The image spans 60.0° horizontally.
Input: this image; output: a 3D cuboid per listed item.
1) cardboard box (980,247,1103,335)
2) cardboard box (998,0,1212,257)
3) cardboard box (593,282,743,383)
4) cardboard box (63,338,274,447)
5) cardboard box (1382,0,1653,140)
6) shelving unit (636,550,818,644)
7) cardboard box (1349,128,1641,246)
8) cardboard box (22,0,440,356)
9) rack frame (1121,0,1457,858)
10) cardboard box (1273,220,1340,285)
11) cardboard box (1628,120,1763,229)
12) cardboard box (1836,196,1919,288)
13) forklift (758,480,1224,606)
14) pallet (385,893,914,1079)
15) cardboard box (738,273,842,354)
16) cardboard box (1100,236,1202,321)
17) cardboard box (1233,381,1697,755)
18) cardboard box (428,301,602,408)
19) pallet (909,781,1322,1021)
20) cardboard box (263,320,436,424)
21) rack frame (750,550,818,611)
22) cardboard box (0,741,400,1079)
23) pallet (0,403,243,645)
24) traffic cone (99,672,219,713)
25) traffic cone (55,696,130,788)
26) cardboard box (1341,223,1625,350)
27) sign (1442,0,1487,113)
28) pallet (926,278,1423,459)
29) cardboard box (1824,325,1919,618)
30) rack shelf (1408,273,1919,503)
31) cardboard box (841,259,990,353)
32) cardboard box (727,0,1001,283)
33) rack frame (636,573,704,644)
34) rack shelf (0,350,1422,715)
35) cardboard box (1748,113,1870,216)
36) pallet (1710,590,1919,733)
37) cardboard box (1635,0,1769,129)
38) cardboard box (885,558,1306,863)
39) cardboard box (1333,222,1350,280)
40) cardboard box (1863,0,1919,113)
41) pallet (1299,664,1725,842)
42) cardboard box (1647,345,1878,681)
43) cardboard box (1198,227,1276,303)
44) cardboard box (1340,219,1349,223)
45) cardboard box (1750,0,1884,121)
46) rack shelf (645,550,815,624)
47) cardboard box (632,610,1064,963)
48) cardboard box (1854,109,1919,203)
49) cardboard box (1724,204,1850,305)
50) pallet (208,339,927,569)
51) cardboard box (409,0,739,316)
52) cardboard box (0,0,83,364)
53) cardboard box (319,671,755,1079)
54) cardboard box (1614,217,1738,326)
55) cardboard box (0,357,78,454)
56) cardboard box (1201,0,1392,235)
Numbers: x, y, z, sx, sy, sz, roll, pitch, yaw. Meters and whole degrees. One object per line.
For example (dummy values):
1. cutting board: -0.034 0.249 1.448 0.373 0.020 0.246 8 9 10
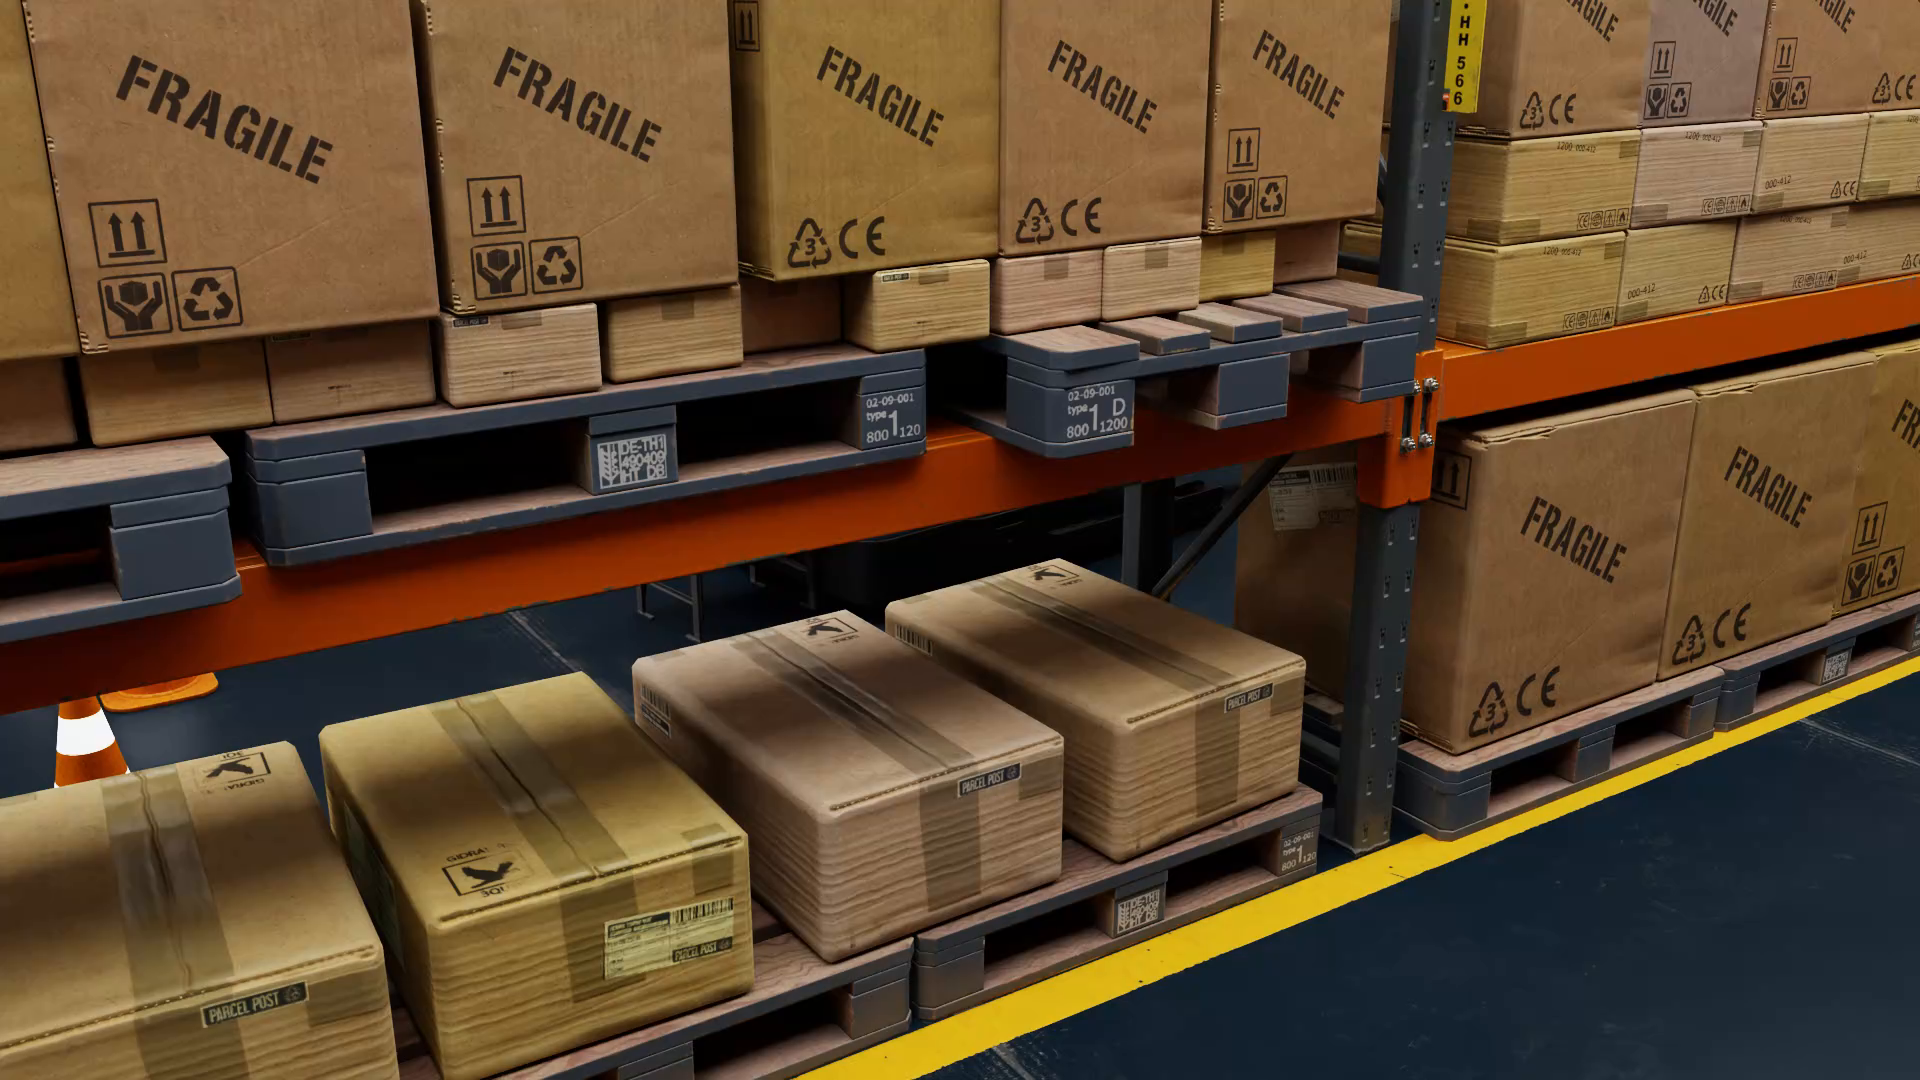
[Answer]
1. cardboard box: 0.075 -0.535 3.381 0.250 0.149 0.380 -13 23 -34
2. cardboard box: 0.151 -0.880 3.387 0.500 0.500 0.500 -12 22 -32
3. cardboard box: -0.591 -0.406 2.999 0.250 0.149 0.380 -13 22 -33
4. cardboard box: -1.256 -0.275 2.612 0.250 0.149 0.380 -12 22 -31
5. cardboard box: 1.350 -1.284 4.140 0.500 0.500 0.500 -13 22 -33
6. shelving unit: -0.834 -0.736 5.642 0.503 2.100 0.431 -16 24 -39
7. cardboard box: 1.362 -0.930 4.266 0.500 0.250 0.500 -12 22 -32
8. cardboard box: -1.150 -0.601 2.564 0.500 0.500 0.500 -12 22 -32
9. rack frame: 0.803 -0.741 4.253 0.127 3.000 1.000 -12 22 -31
10. cardboard box: 0.659 -0.700 3.869 0.250 0.149 0.380 -11 22 -29
11. cardboard box: 1.795 -1.021 4.534 0.500 0.250 0.500 -11 22 -30
12. cardboard box: 2.621 -0.963 5.143 0.500 0.250 0.500 -12 22 -31
13. forklift: 0.464 -1.521 6.668 3.031 2.935 1.130 -16 24 -39
14. pallet: -0.868 0.931 3.662 1.213 0.211 1.003 -12 22 -31
15. cardboard box: -0.427 -0.472 3.195 0.250 0.149 0.380 -12 22 -31
16. cardboard box: 0.289 -0.577 3.506 0.250 0.149 0.380 -12 22 -32
17. cardboard box: 1.426 -0.033 4.820 0.875 0.875 0.875 -12 22 -32
18. cardboard box: -0.798 -0.351 2.837 0.250 0.149 0.380 -11 22 -29
19. pallet: 0.150 0.717 4.294 1.213 0.211 1.003 -12 22 -31
20. cardboard box: -1.049 -0.318 2.740 0.250 0.149 0.380 -12 22 -31
21. rack frame: -0.652 -0.788 5.796 0.015 2.100 0.400 -16 24 -39
22. cardboard box: -1.502 0.789 3.175 0.625 0.372 0.950 -10 21 -28
23. pallet: -1.819 -0.041 2.483 1.213 0.211 1.003 -12 22 -31
24. traffic cone: -2.579 0.254 5.271 0.334 0.463 0.336 -12 22 -31
25. traffic cone: -2.272 0.572 4.329 0.334 0.463 0.336 -12 22 -31
26. cardboard box: 1.351 -0.689 4.333 0.500 0.250 0.500 -12 22 -32
27. sign: 1.110 -1.109 3.656 0.005 0.325 0.100 -12 22 -31
28. pallet: 0.267 -0.496 3.828 1.003 0.211 1.213 -12 22 -31
29. cardboard box: 2.920 -0.346 5.747 0.875 0.875 0.875 -11 22 -30
30. rack shelf: 2.474 -0.753 5.410 4.000 0.370 1.077 -12 22 -31
31. cardboard box: -0.148 -0.483 3.226 0.250 0.149 0.380 -11 22 -30
32. cardboard box: -0.270 -0.791 3.123 0.500 0.500 0.500 -14 23 -35
33. rack frame: -1.016 -0.684 5.489 0.015 2.100 0.400 -16 24 -39
34. rack shelf: -0.867 -0.048 3.326 4.000 0.370 1.077 -12 22 -31
35. cardboard box: 2.218 -1.105 4.784 0.500 0.250 0.500 -12 22 -32
36. pallet: 2.521 0.248 5.683 1.213 0.211 1.003 -12 22 -31
37. cardboard box: 1.759 -1.373 4.407 0.500 0.500 0.500 -12 22 -31
38. cardboard box: 0.326 0.402 4.320 0.625 0.372 0.950 -14 23 -35
39. cardboard box: 1.083 -0.829 4.746 0.500 0.250 0.500 -13 23 -33
40. cardboard box: 2.623 -1.548 4.924 0.500 0.500 0.500 -12 22 -31
41. pallet: 1.503 0.461 5.051 1.213 0.211 1.003 -12 22 -31
42. cardboard box: 2.173 -0.189 5.282 0.875 0.875 0.875 -12 22 -31
43. cardboard box: 0.475 -0.634 3.672 0.250 0.149 0.380 -12 22 -31
44. cardboard box: 1.068 -1.060 4.650 0.500 0.250 0.500 -12 22 -32
45. cardboard box: 2.199 -1.460 4.664 0.500 0.500 0.500 -11 22 -30
46. rack shelf: -0.834 -0.060 5.871 0.480 0.518 0.431 -16 24 -39
47. cardboard box: -0.286 0.534 3.929 0.625 0.372 0.950 -12 22 -32
48. cardboard box: 2.649 -1.191 5.038 0.500 0.250 0.500 -11 22 -30
49. cardboard box: 2.211 -0.875 4.883 0.500 0.250 0.500 -11 22 -30
50. pallet: -0.827 -0.291 3.220 1.213 0.211 1.003 -12 22 -31
51. cardboard box: -0.726 -0.695 2.840 0.500 0.500 0.500 -13 23 -34
52. cardboard box: -1.570 -0.518 2.317 0.500 0.500 0.500 -12 22 -31
53. cardboard box: -0.922 0.666 3.539 0.625 0.372 0.950 -11 22 -30
54. cardboard box: 1.770 -0.784 4.615 0.500 0.250 0.500 -13 22 -33
55. cardboard box: -1.494 -0.241 2.511 0.250 0.149 0.380 -10 21 -28
56. cardboard box: 0.577 -0.974 3.665 0.500 0.500 0.500 -13 22 -33
